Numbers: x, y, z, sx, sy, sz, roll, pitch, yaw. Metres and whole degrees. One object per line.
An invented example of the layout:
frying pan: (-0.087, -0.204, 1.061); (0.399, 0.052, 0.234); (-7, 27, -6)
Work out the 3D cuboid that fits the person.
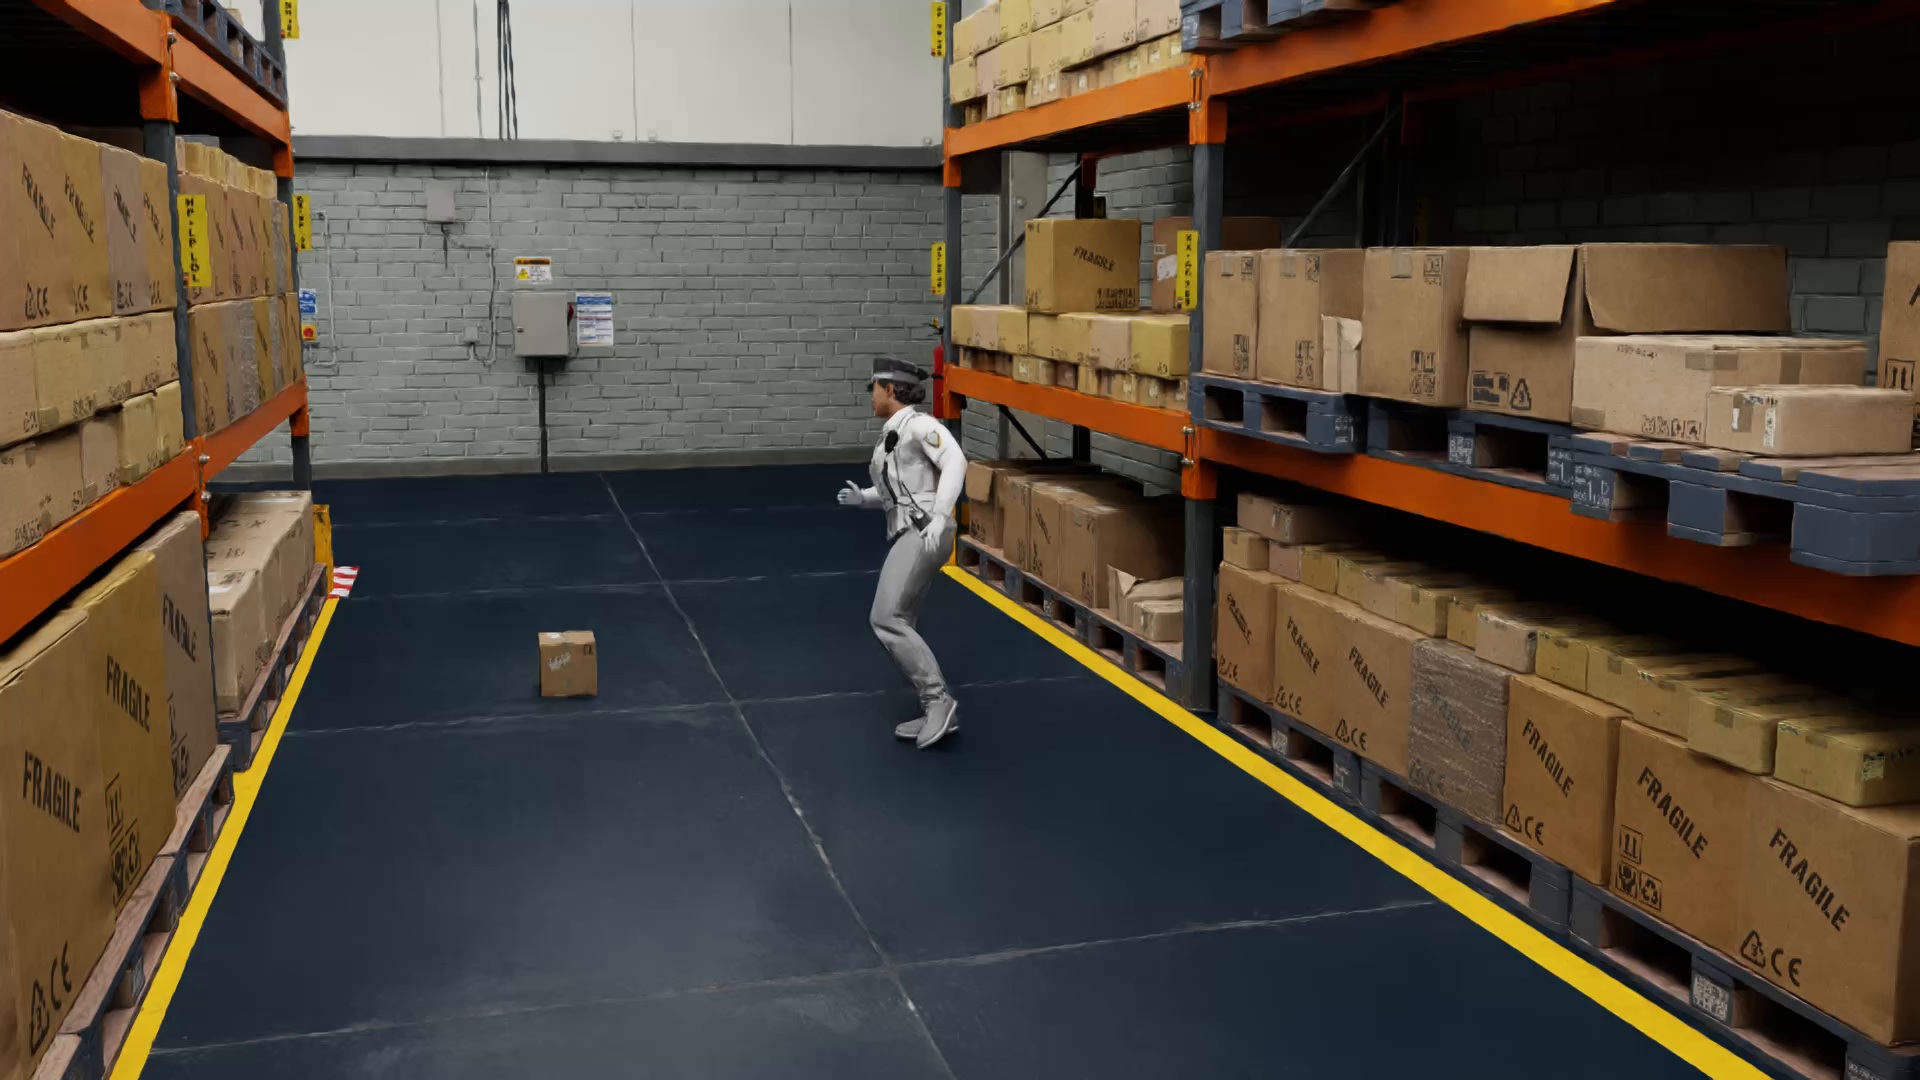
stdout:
person: (-0.181, 0.022, 7.028); (0.312, 1.558, 0.850); (-3, 10, -17)
